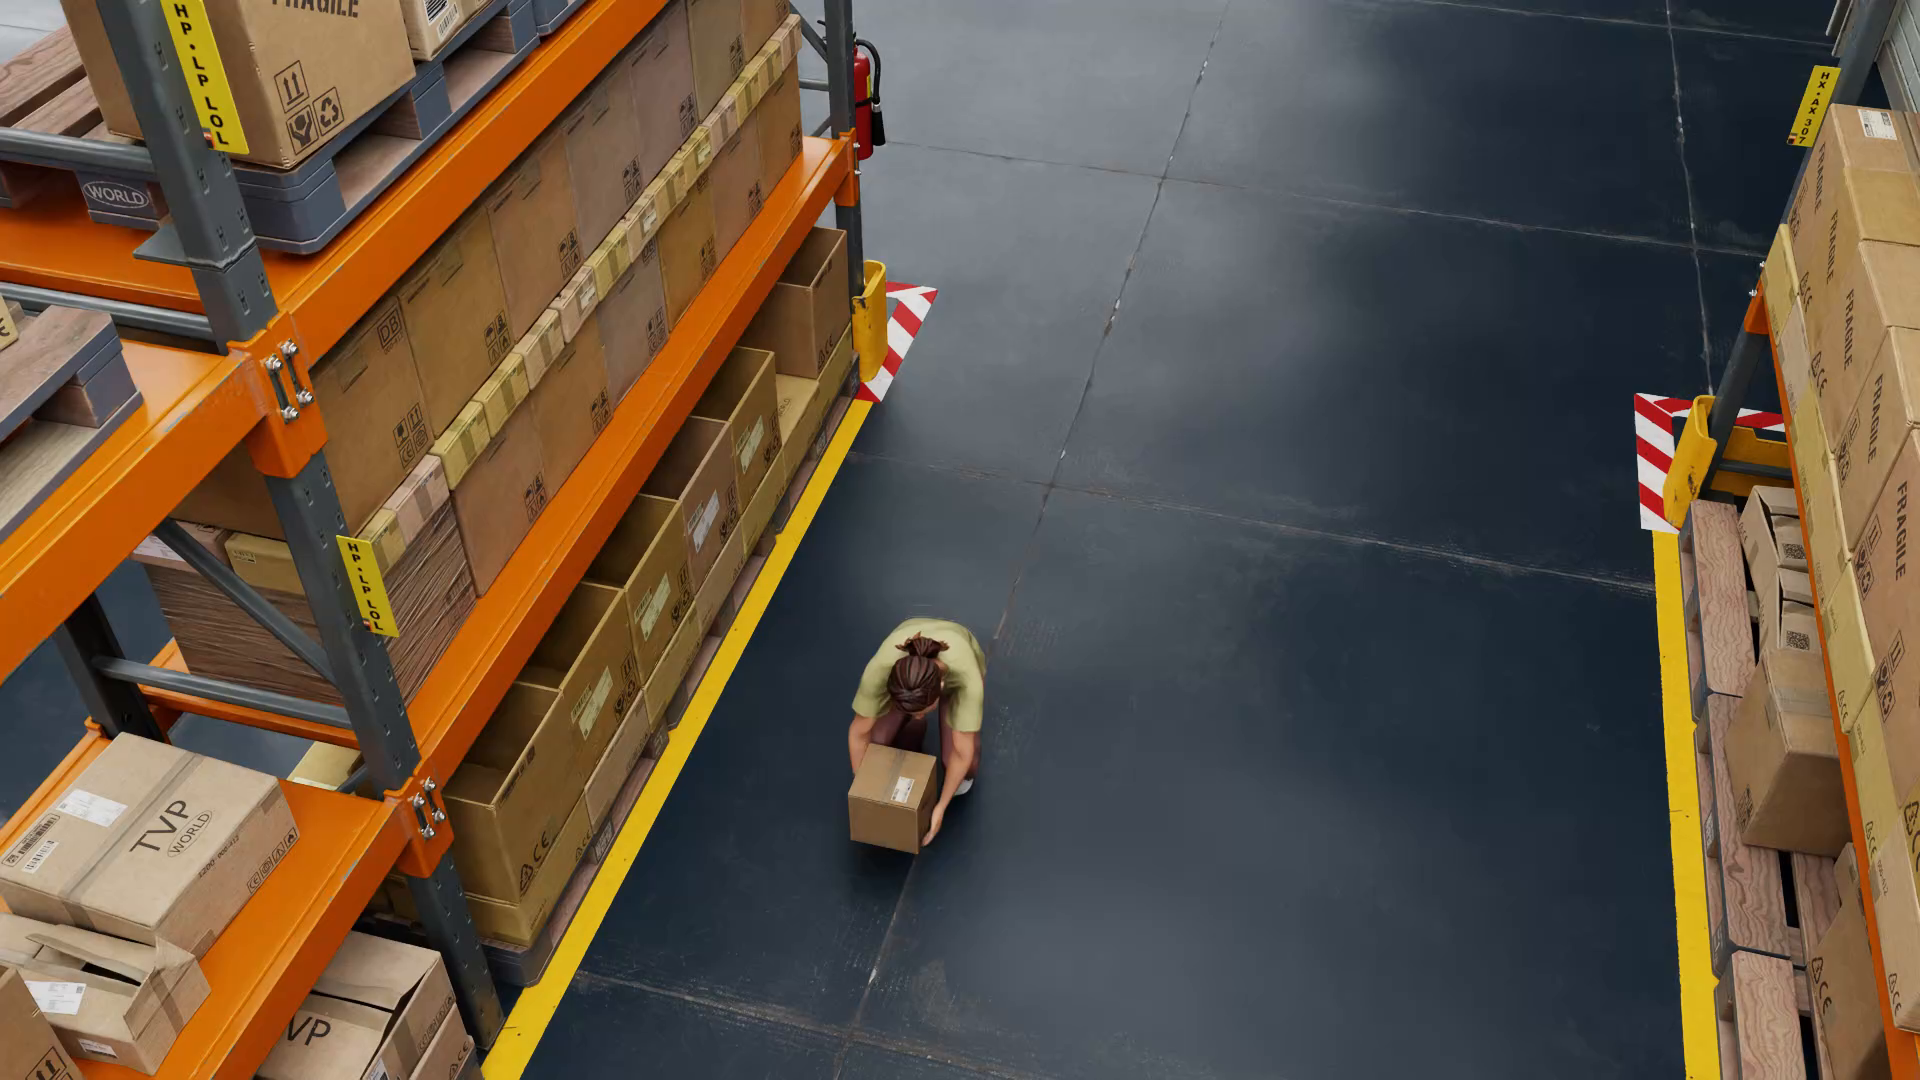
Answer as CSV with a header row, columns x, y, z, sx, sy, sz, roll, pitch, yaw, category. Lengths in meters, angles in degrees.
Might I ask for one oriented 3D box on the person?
x,y,z,sx,sy,sz,roll,pitch,yaw,category
-0.128,0.603,6.041,0.488,0.929,0.804,10,42,12,person
